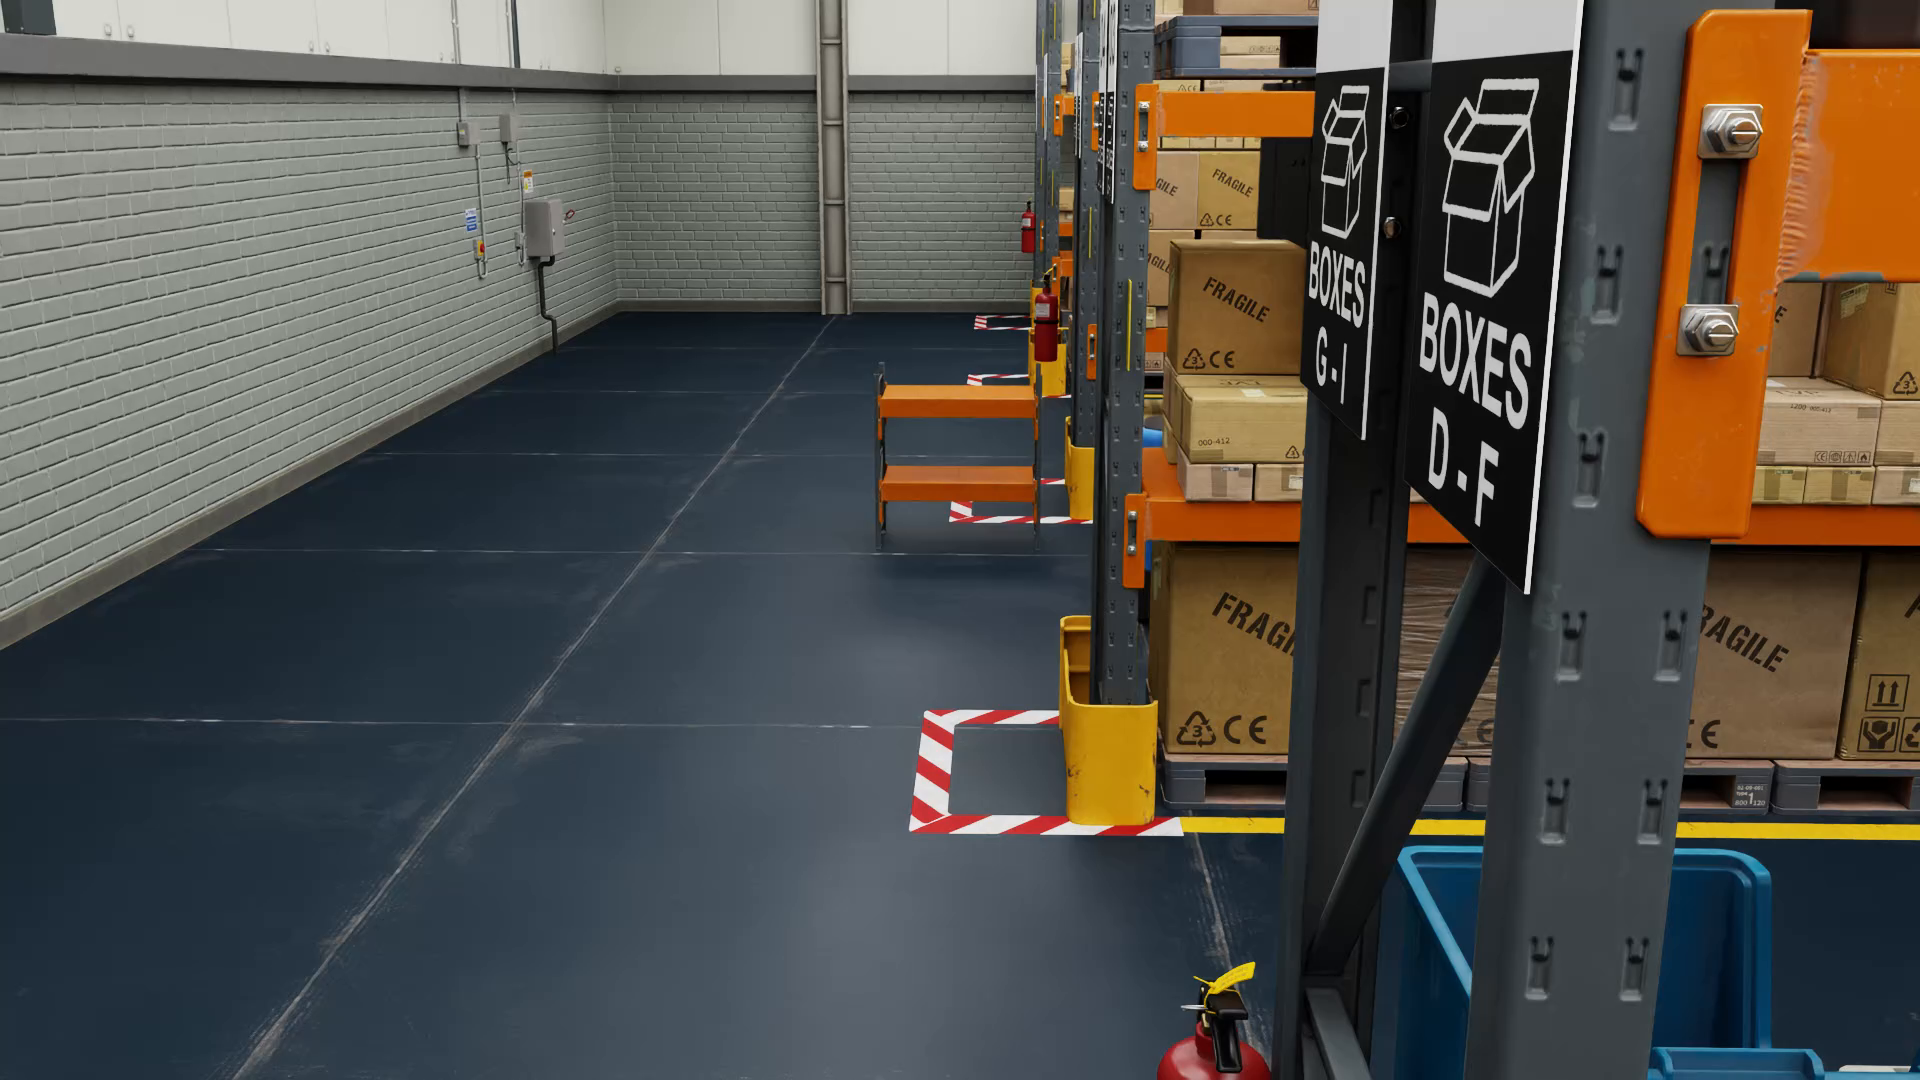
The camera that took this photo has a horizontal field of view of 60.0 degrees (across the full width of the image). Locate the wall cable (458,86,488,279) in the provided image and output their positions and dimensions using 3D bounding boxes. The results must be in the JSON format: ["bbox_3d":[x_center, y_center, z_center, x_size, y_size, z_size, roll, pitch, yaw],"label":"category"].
[{"bbox_3d":[-4.746,-3.536,16.309,0.123,1.953,0.585,0,15,1],"label":"wall cable"}]

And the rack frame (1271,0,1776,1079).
[{"bbox_3d":[0.512,0.791,1.963,0.053,2.616,0.949,0,15,1],"label":"rack frame"}]

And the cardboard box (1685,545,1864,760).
[{"bbox_3d":[3.080,0.348,6.982,0.875,0.875,0.875,0,15,1],"label":"cardboard box"}]

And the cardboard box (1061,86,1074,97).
[{"bbox_3d":[1.327,-5.532,20.541,0.250,0.149,0.380,1,15,3],"label":"cardboard box"}]

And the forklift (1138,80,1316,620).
[{"bbox_3d":[2.265,-0.831,8.245,3.031,2.935,1.130,13,20,41],"label":"forklift"}]

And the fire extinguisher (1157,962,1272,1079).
[{"bbox_3d":[0.373,0.892,2.460,0.183,0.674,0.296,0,15,1],"label":"fire extinguisher"}]

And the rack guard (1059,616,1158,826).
[{"bbox_3d":[0.614,0.737,7.067,0.348,0.500,1.175,0,15,1],"label":"rack guard"}]

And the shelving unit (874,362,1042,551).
[{"bbox_3d":[-0.007,-0.544,10.697,1.048,1.125,0.538,0,15,1],"label":"shelving unit"}]

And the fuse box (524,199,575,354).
[{"bbox_3d":[-4.547,-2.941,18.634,0.414,1.711,0.539,0,15,1],"label":"fuse box"}]

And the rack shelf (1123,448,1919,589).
[{"bbox_3d":[2.638,-0.111,6.790,4.000,0.370,1.077,0,15,1],"label":"rack shelf"}]

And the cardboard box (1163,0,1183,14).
[{"bbox_3d":[1.438,-3.482,10.809,0.250,0.149,0.380,1,15,4],"label":"cardboard box"}]

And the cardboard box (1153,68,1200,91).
[{"bbox_3d":[1.308,-3.046,10.918,0.500,0.250,0.500,1,15,3],"label":"cardboard box"}]

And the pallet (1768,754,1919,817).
[{"bbox_3d":[3.879,0.878,7.099,1.213,0.211,1.003,0,15,1],"label":"pallet"}]

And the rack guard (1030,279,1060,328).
[{"bbox_3d":[1.090,-3.056,21.441,0.348,0.500,1.175,0,15,1],"label":"rack guard"}]

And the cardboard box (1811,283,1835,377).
[{"bbox_3d":[3.673,-0.953,6.813,0.500,0.500,0.500,0,15,1],"label":"cardboard box"}]

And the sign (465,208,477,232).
[{"bbox_3d":[-4.809,-3.148,16.363,0.001,0.218,0.327,0,15,1],"label":"sign"}]

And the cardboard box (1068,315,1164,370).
[{"bbox_3d":[1.554,-1.984,16.680,0.875,0.438,0.875,0,15,0],"label":"cardboard box"}]

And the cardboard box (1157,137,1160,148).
[{"bbox_3d":[1.760,-3.757,15.772,0.250,0.149,0.380,1,15,3],"label":"cardboard box"}]

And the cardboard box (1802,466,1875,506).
[{"bbox_3d":[3.295,-0.249,6.397,0.250,0.149,0.380,1,15,2],"label":"cardboard box"}]

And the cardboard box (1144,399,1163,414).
[{"bbox_3d":[1.402,-0.909,12.005,0.250,0.149,0.380,1,15,2],"label":"cardboard box"}]

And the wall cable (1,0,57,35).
[{"bbox_3d":[-4.926,-5.844,9.043,0.120,5.999,2.277,0,15,1],"label":"wall cable"}]

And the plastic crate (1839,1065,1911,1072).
[{"bbox_3d":[1.332,0.849,2.141,0.243,0.136,0.396,0,15,1],"label":"plastic crate"}]

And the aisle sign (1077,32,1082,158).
[{"bbox_3d":[0.785,-2.917,10.919,0.004,0.787,0.394,0,15,1],"label":"aisle sign"}]

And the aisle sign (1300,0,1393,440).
[{"bbox_3d":[0.447,-0.541,1.913,0.004,0.787,0.394,0,15,1],"label":"aisle sign"}]

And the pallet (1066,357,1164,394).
[{"bbox_3d":[1.693,-1.665,16.738,1.213,0.211,1.003,0,15,1],"label":"pallet"}]

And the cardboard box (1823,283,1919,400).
[{"bbox_3d":[3.670,-0.819,6.303,0.500,0.500,0.500,1,15,2],"label":"cardboard box"}]

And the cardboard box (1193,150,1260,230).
[{"bbox_3d":[1.813,-2.339,11.087,0.500,0.500,0.500,1,15,3],"label":"cardboard box"}]

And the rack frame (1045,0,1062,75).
[{"bbox_3d":[0.891,-5.900,15.561,0.127,3.000,1.000,0,15,1],"label":"rack frame"}]

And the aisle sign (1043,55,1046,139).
[{"bbox_3d":[0.827,-4.335,16.296,0.004,0.787,0.394,0,15,1],"label":"aisle sign"}]

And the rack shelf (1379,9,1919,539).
[{"bbox_3d":[2.511,-0.298,1.620,4.000,0.370,1.077,0,15,1],"label":"rack shelf"}]

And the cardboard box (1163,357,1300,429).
[{"bbox_3d":[1.129,-0.607,6.973,0.500,0.250,0.500,0,15,1],"label":"cardboard box"}]

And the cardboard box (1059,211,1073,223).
[{"bbox_3d":[1.336,-4.071,20.883,0.250,0.149,0.380,0,15,1],"label":"cardboard box"}]

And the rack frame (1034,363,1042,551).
[{"bbox_3d":[0.501,-0.541,10.684,0.032,1.125,0.500,0,15,1],"label":"rack frame"}]

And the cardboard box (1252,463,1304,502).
[{"bbox_3d":[1.241,-0.262,6.447,0.250,0.149,0.380,0,15,1],"label":"cardboard box"}]

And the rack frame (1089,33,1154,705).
[{"bbox_3d":[0.638,-0.472,6.747,0.127,3.000,1.000,0,15,1],"label":"rack frame"}]

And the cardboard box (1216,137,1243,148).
[{"bbox_3d":[2.536,-3.759,15.781,0.250,0.149,0.380,1,15,2],"label":"cardboard box"}]

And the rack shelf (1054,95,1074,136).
[{"bbox_3d":[2.891,-4.088,15.986,4.000,0.370,1.077,0,15,1],"label":"rack shelf"}]

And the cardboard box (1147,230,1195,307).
[{"bbox_3d":[1.308,-1.855,11.210,0.500,0.500,0.500,1,15,4],"label":"cardboard box"}]

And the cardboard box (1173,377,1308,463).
[{"bbox_3d":[1.111,-0.471,6.456,0.500,0.250,0.500,0,15,0],"label":"cardboard box"}]

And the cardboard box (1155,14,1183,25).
[{"bbox_3d":[1.308,-3.286,10.850,0.500,0.250,0.500,1,15,2],"label":"cardboard box"}]
